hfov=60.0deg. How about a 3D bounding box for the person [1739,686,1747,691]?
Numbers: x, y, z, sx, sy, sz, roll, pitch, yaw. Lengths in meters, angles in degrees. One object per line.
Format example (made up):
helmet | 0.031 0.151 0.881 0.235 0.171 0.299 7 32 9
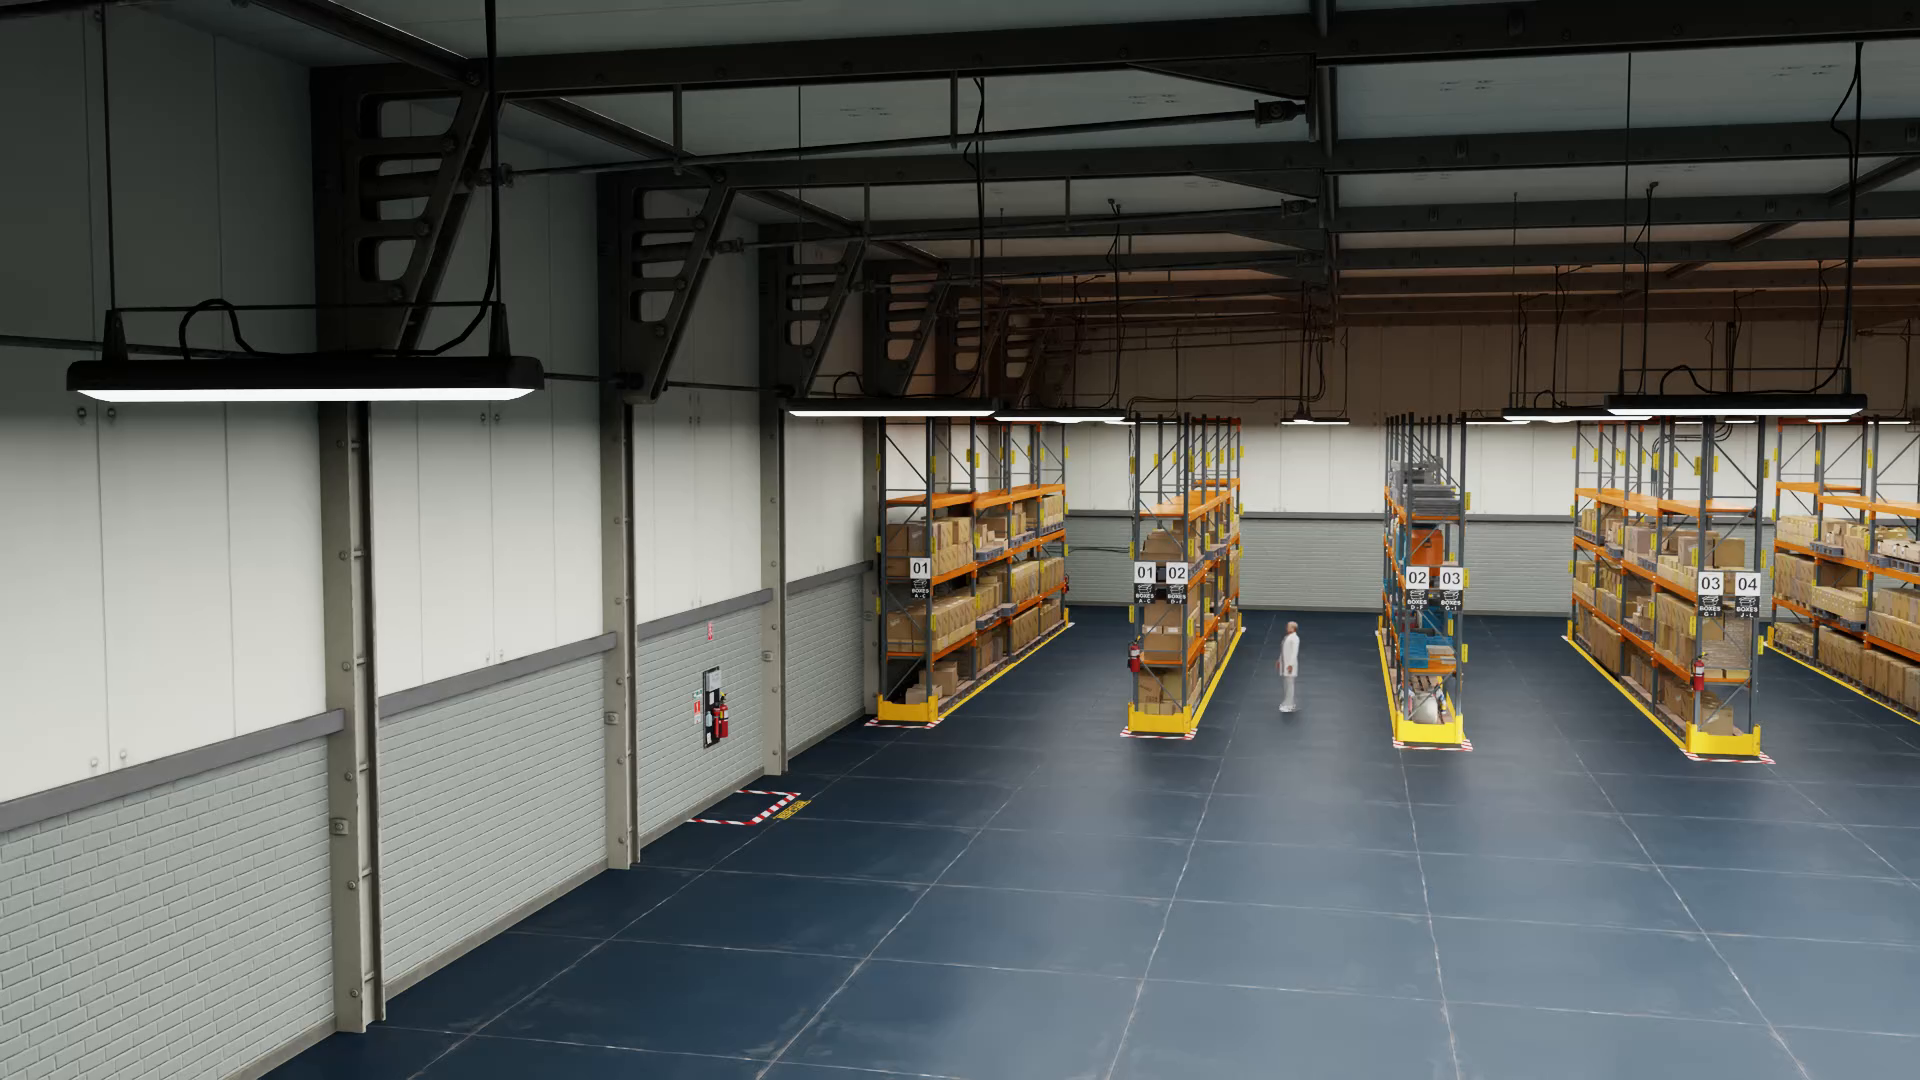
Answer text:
person | 17.024 2.431 36.395 0.582 1.639 0.951 1 4 17

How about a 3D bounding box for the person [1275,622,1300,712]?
person | 6.631 2.559 33.747 0.566 1.808 0.601 -2 4 -25
